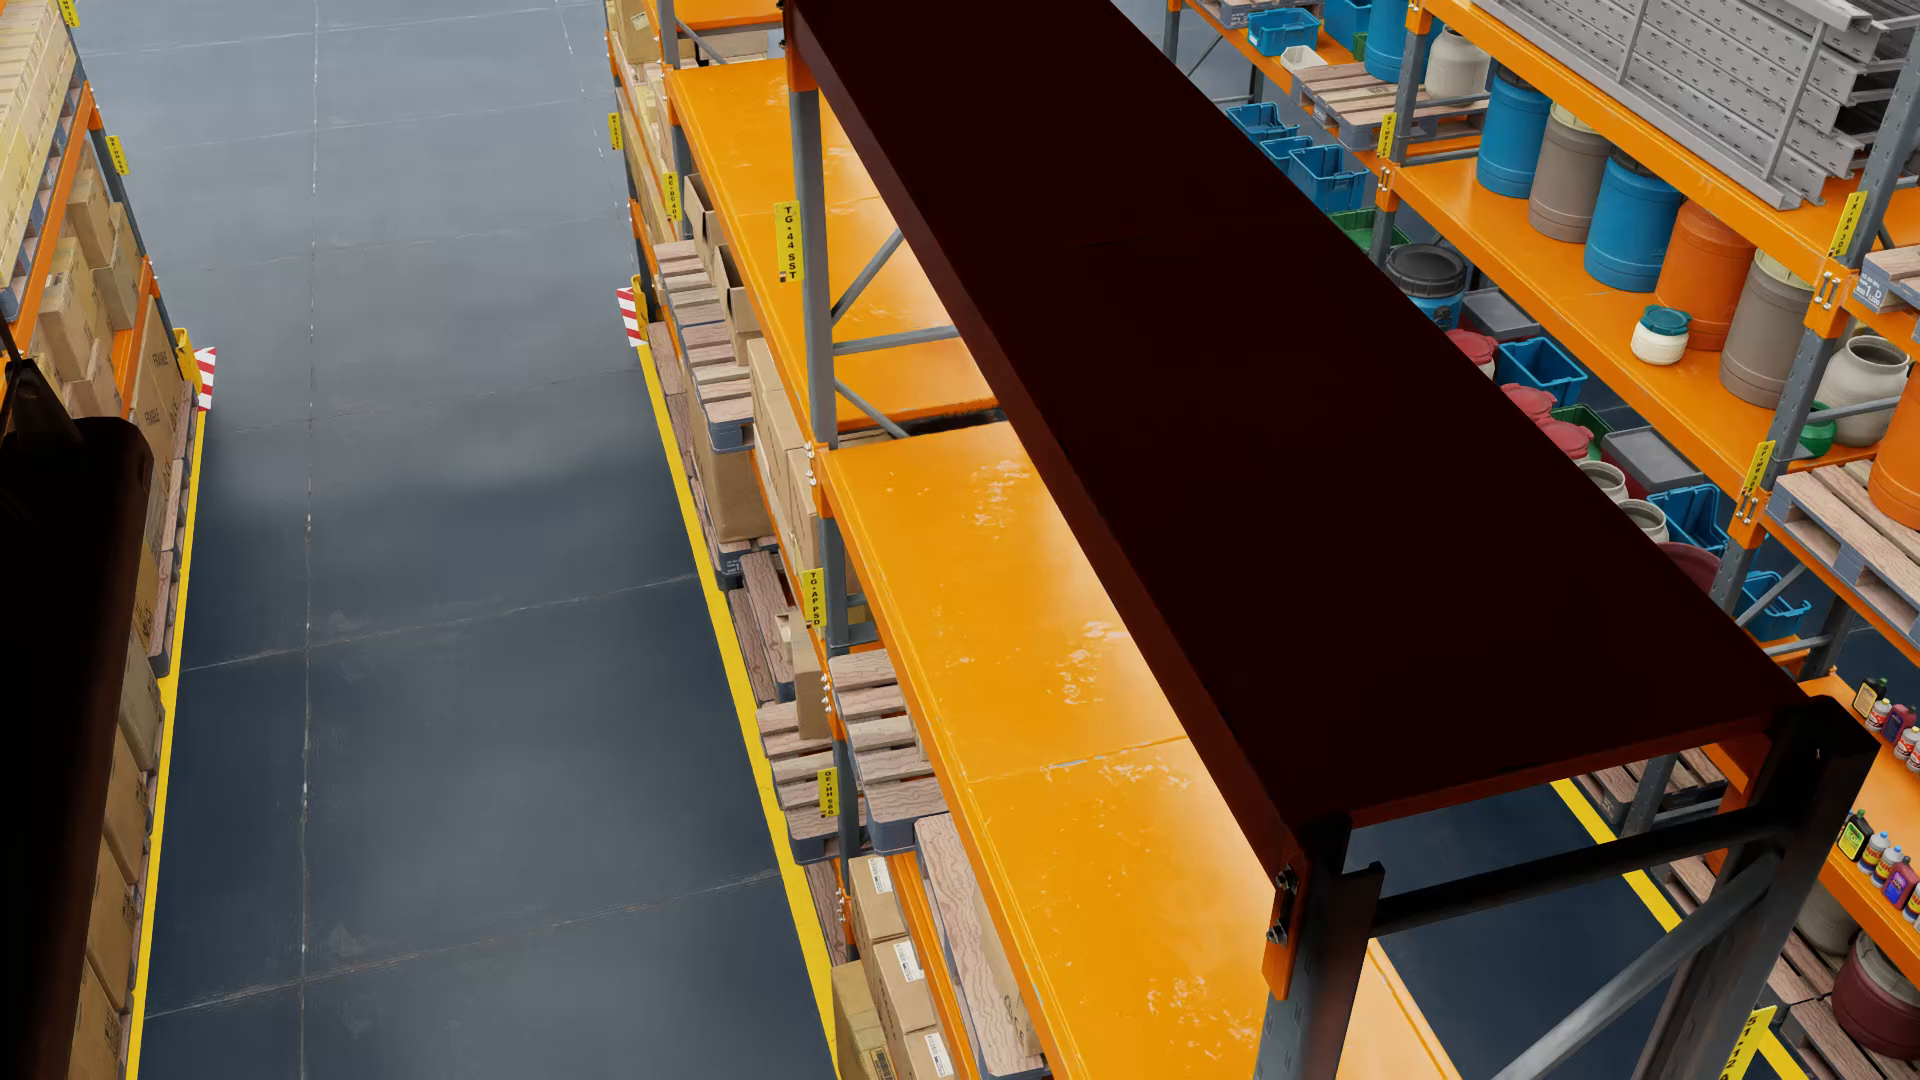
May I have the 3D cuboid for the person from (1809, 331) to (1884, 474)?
[{"bbox_3d":[6.690,-0.920,12.681,0.533,1.678,0.530,3,39,4],"label":"person"}]
